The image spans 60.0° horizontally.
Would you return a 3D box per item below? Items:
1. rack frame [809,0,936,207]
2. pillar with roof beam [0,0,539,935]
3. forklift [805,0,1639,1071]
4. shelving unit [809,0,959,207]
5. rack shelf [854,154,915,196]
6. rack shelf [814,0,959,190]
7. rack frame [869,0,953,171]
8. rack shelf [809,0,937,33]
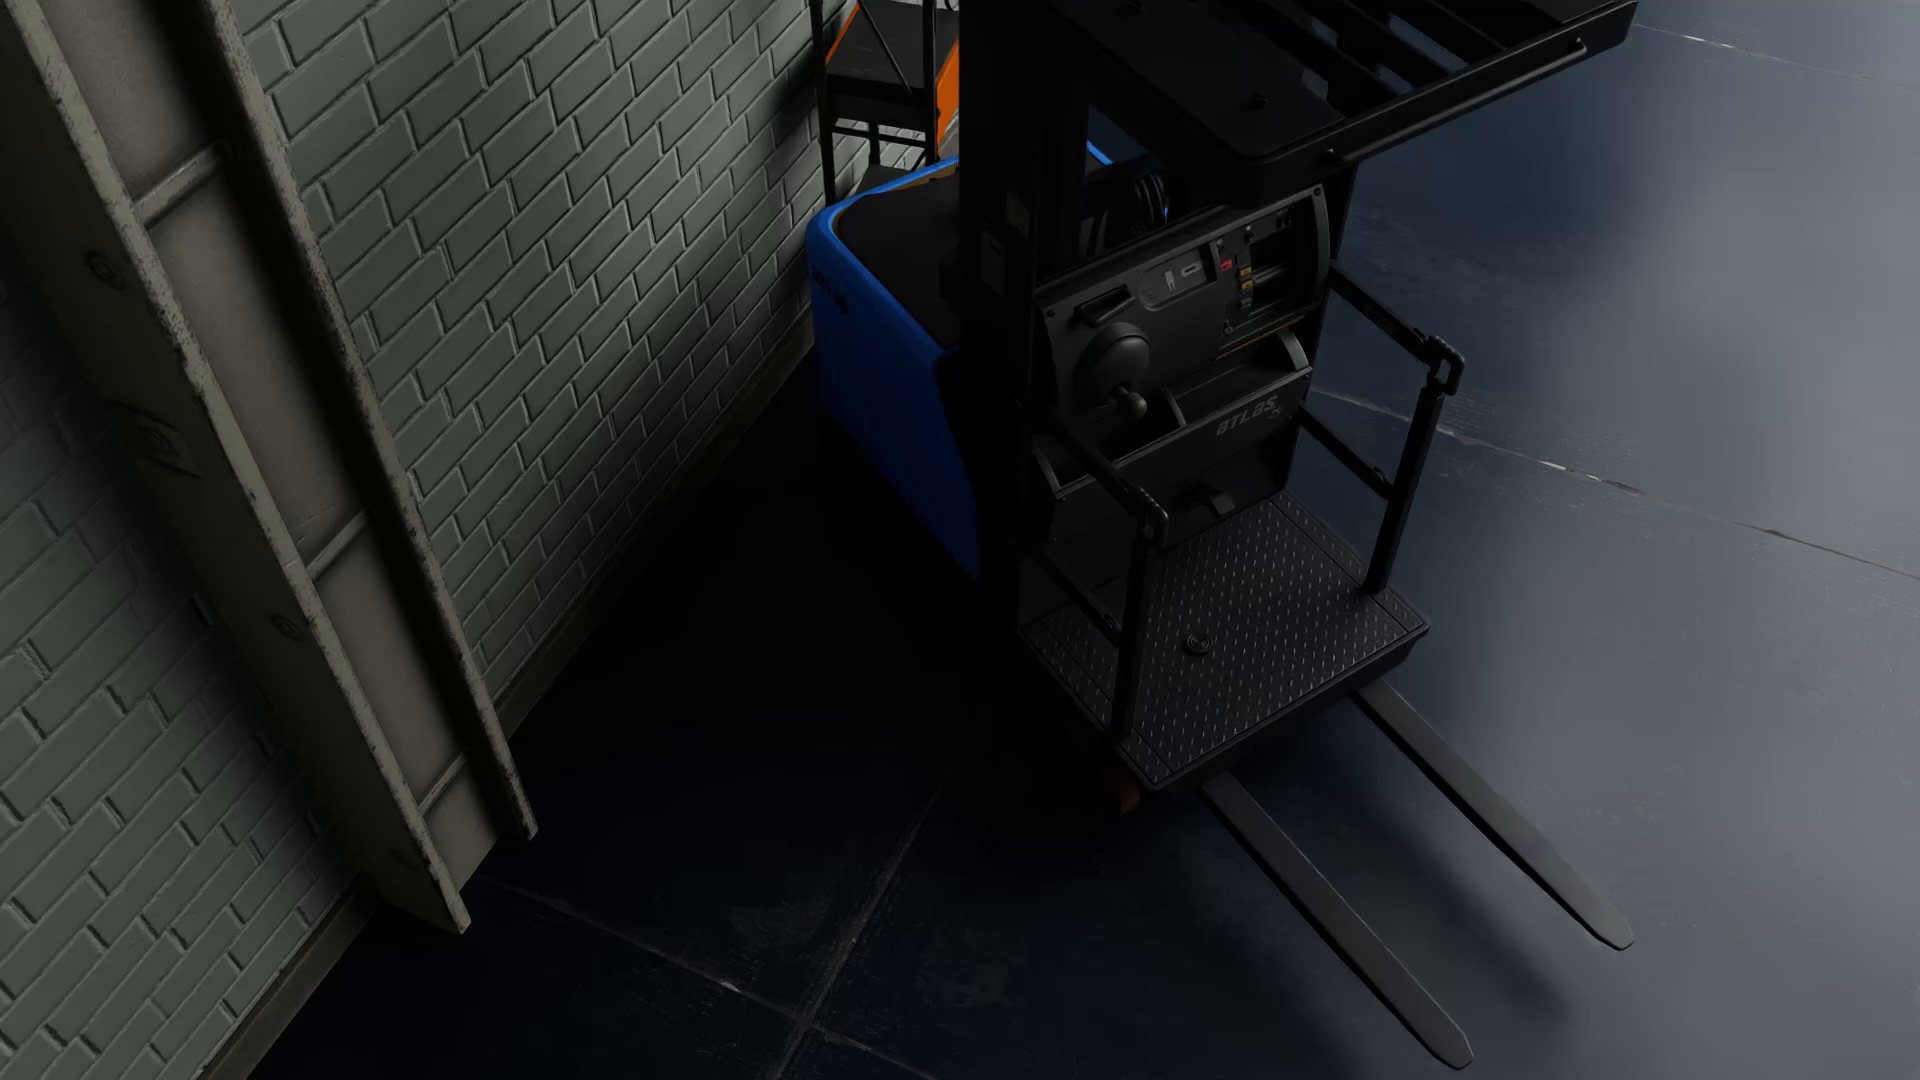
[{"bbox_3d":[-0.272,-1.331,5.503,0.400,2.100,0.015,12,51,10],"label":"rack frame"},{"bbox_3d":[2.402,-0.563,0.321,9.100,9.000,0.400,20,52,16],"label":"pillar with roof beam"},{"bbox_3d":[0.728,-0.536,4.282,1.130,2.935,3.031,-27,55,-21],"label":"forklift"},{"bbox_3d":[-0.206,-1.511,5.654,0.431,2.100,0.503,12,51,10],"label":"shelving unit"},{"bbox_3d":[-0.205,-1.052,6.201,0.431,0.518,0.480,12,51,10],"label":"rack shelf"},{"bbox_3d":[-0.206,-1.502,5.665,0.431,0.518,0.480,12,51,10],"label":"rack shelf"},{"bbox_3d":[-0.140,-1.691,5.805,0.400,2.100,0.015,12,51,10],"label":"rack frame"},{"bbox_3d":[-0.208,-1.951,5.128,0.431,0.518,0.480,12,51,10],"label":"rack shelf"}]
